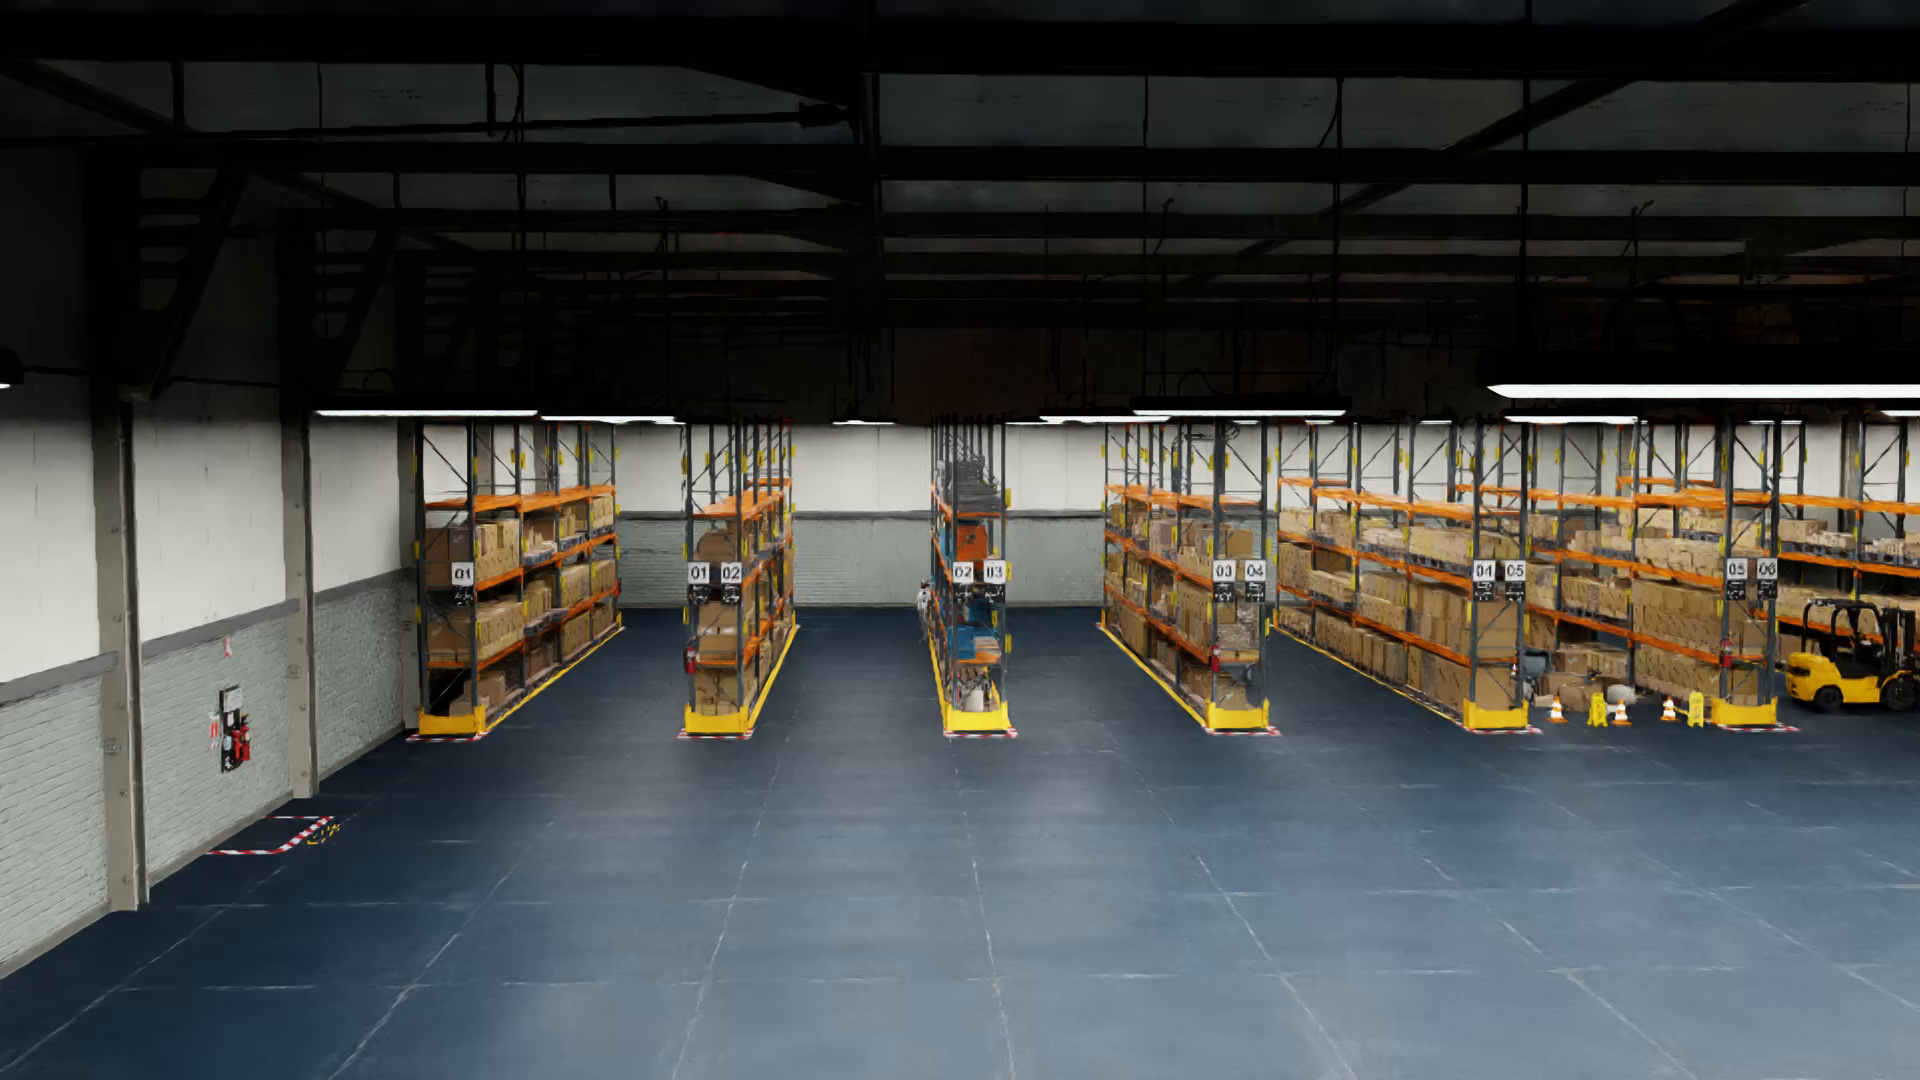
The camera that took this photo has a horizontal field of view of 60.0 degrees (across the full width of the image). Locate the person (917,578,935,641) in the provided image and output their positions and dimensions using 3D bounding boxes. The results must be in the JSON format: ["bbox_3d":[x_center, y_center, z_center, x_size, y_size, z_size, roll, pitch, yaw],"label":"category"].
[{"bbox_3d":[-0.898,1.856,44.476,0.483,1.689,0.489,4,5,44],"label":"person"}]

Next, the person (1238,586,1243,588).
[{"bbox_3d":[8.193,1.627,48.667,0.485,1.590,0.515,-2,4,-27],"label":"person"}]

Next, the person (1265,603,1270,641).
[{"bbox_3d":[7.996,1.789,44.501,0.628,1.772,0.696,1,4,12],"label":"person"}]

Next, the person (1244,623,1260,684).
[{"bbox_3d":[6.520,2.332,37.278,0.589,1.714,1.043,0,4,-3],"label":"person"}]
